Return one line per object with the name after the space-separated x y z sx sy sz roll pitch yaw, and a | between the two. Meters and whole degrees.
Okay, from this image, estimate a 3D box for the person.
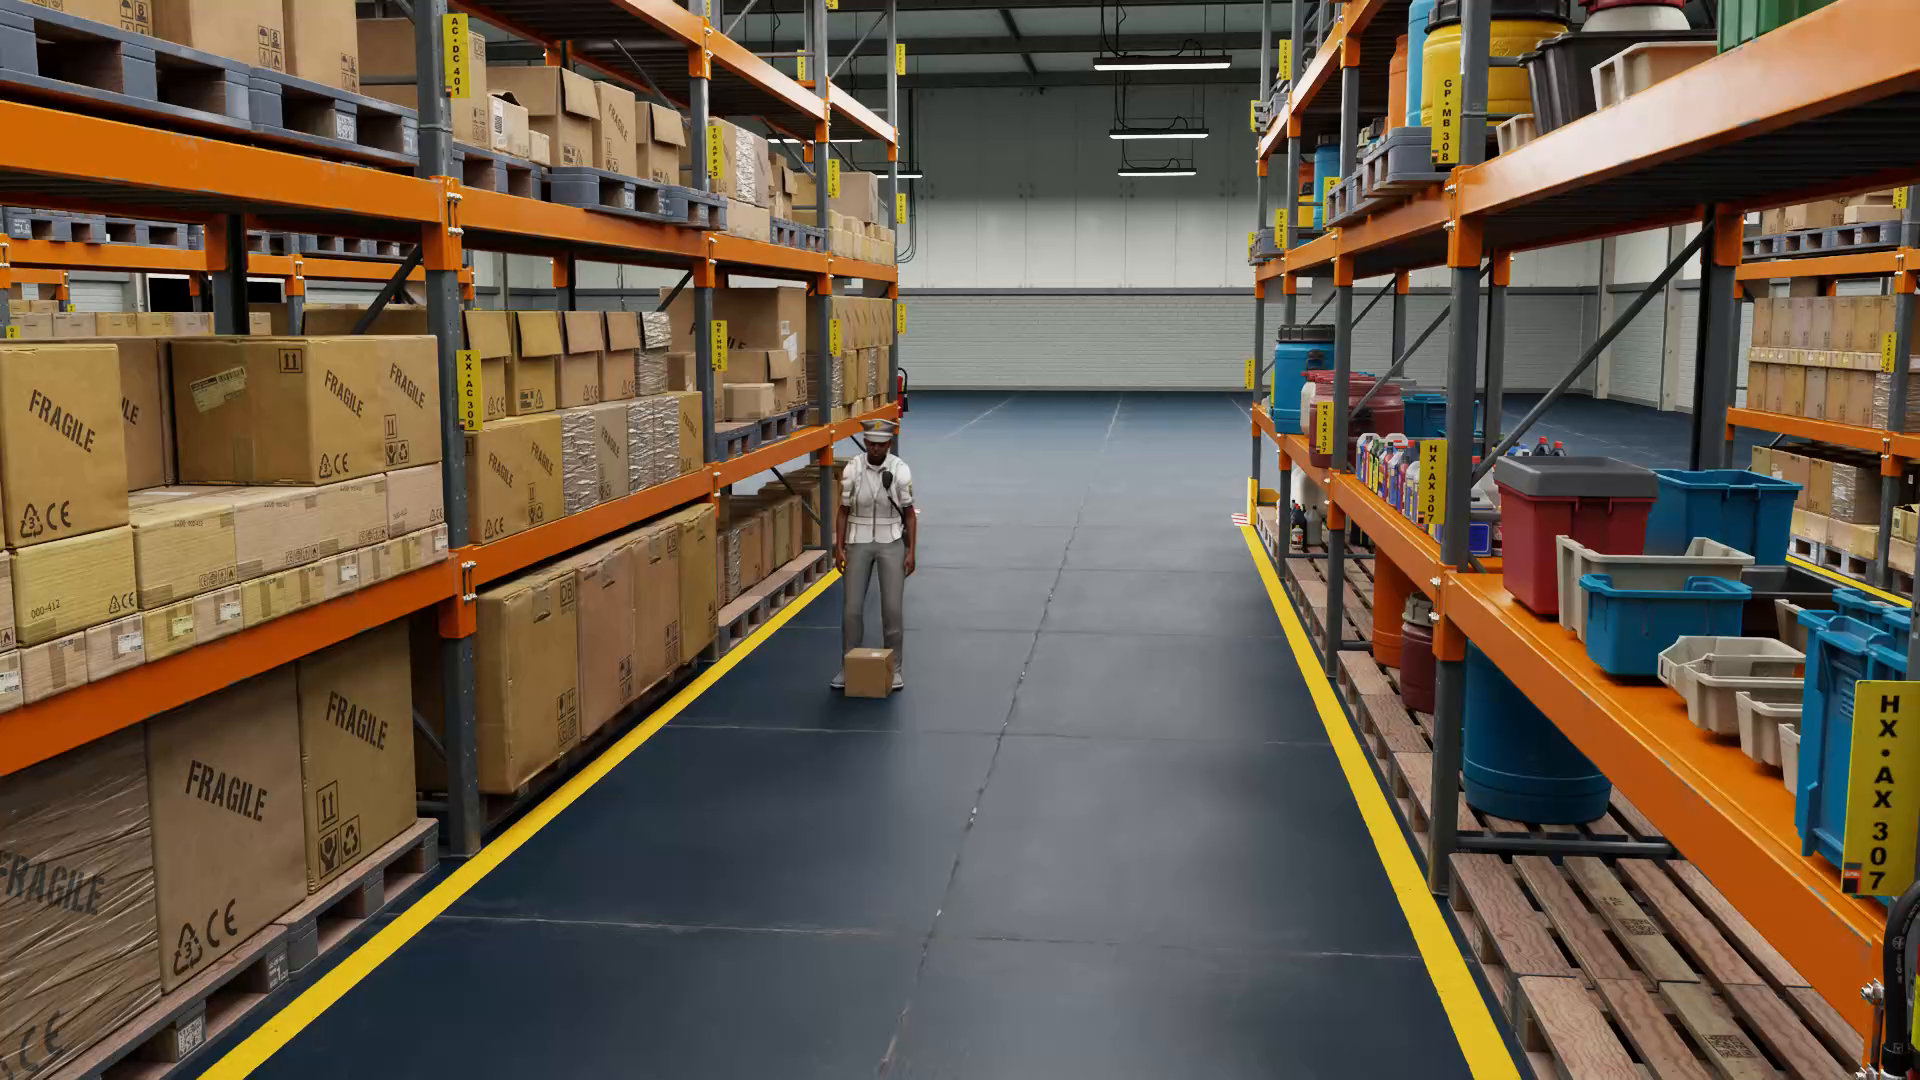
-0.531 0.077 10.232 0.527 1.658 0.397 0 8 3 | person
